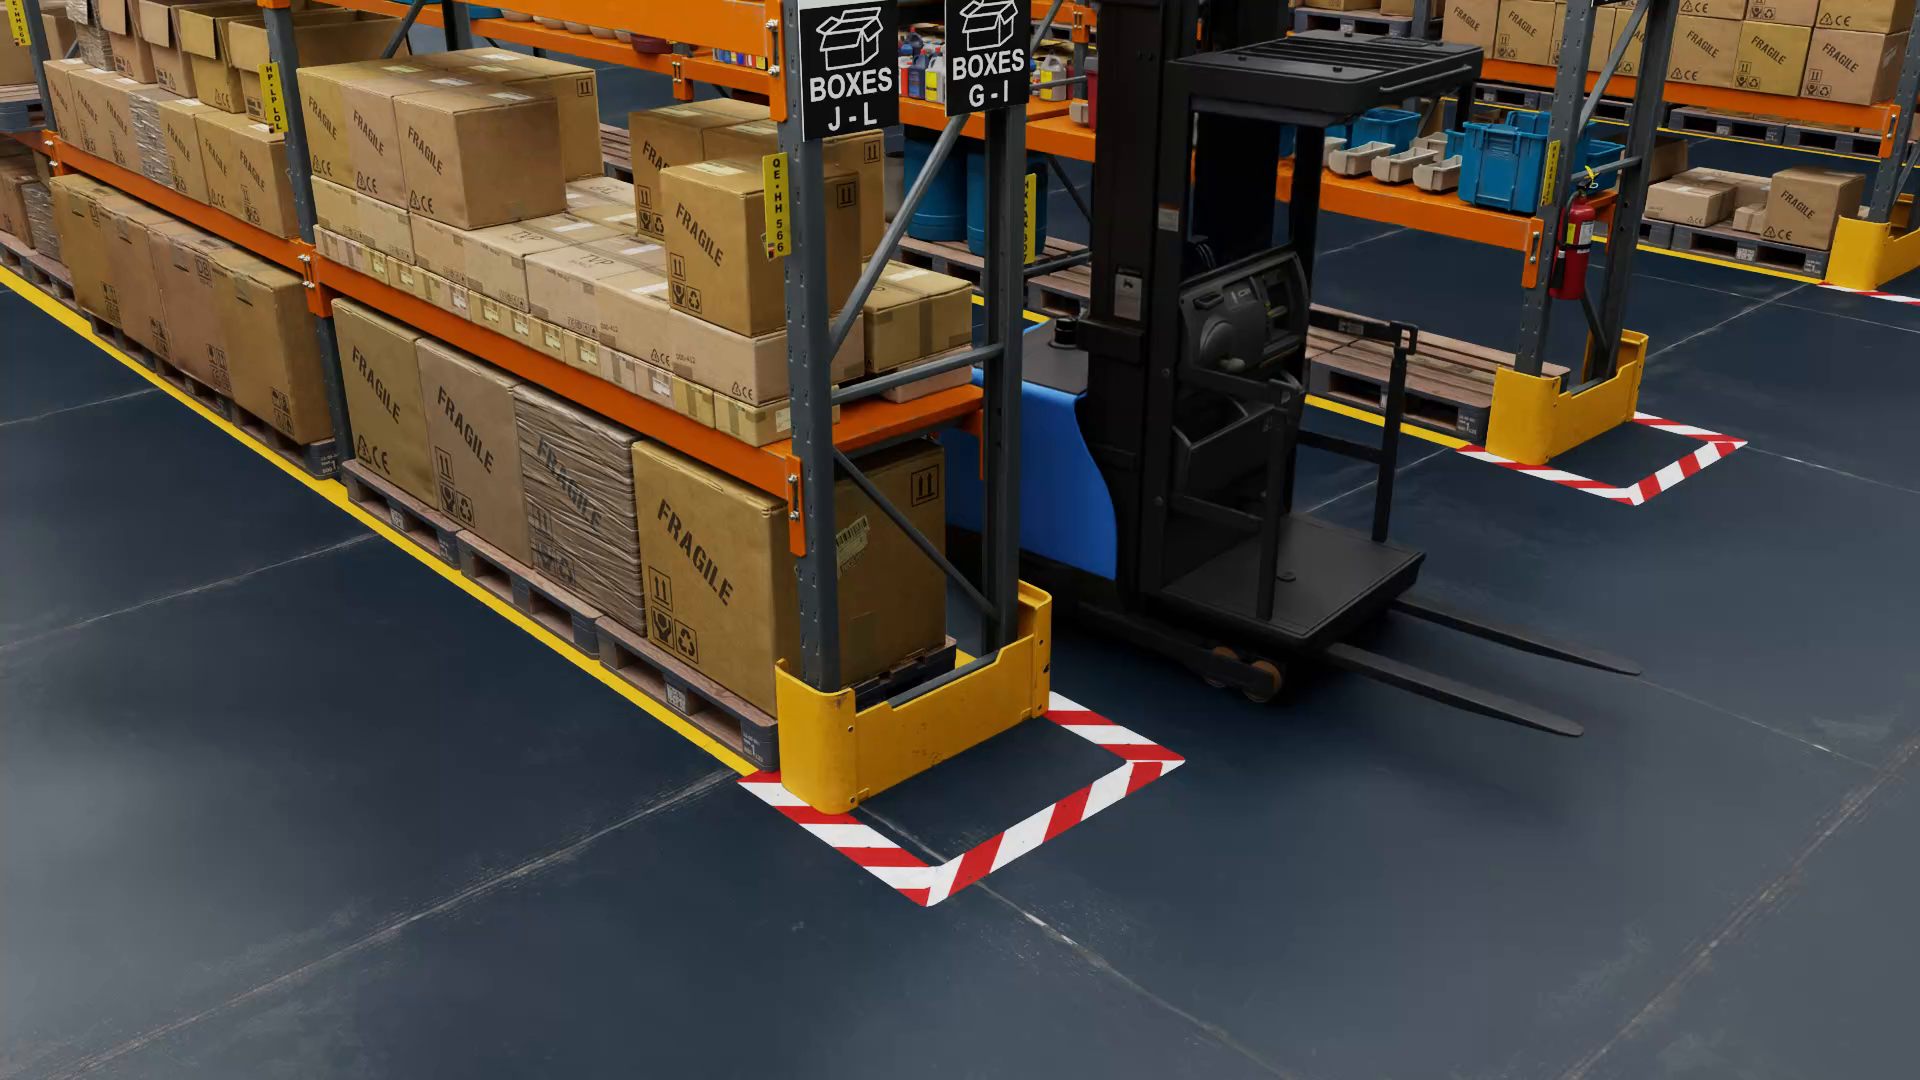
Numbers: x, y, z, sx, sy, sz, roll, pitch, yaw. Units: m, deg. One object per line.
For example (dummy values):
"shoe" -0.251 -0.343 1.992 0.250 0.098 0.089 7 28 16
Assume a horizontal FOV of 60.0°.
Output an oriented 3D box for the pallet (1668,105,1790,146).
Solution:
"pallet" 8.404 -4.483 17.822 1.003 0.211 1.213 -21 32 -38

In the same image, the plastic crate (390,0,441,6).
"plastic crate" -5.713 -5.808 17.547 0.499 0.251 0.616 -21 32 -38

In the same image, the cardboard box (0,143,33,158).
"cardboard box" -7.658 -2.933 13.547 0.700 0.500 0.500 -21 32 -39

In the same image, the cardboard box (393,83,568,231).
"cardboard box" -2.075 -1.672 7.219 0.500 0.500 0.500 -22 33 -40

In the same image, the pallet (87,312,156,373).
"pallet" -5.156 -1.472 11.221 1.003 0.211 1.213 -21 32 -38

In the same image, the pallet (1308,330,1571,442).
"pallet" 2.908 -0.974 10.131 1.003 0.211 1.213 -21 32 -38

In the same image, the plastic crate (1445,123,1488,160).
"plastic crate" 3.065 -2.301 9.808 0.416 0.233 0.300 -21 32 -38

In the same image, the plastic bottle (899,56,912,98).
"plastic bottle" -0.390 -3.428 12.301 0.152 0.276 0.135 -21 32 -38

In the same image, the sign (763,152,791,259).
"sign" -0.578 -1.062 5.283 0.100 0.325 0.005 -21 32 -38

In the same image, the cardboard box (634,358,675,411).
"cardboard box" -1.006 -0.632 6.324 0.380 0.149 0.250 -21 32 -38

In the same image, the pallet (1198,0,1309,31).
"pallet" 2.926 -5.134 16.122 1.003 0.211 1.213 -21 32 -38

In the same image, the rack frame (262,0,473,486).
"rack frame" -2.906 -1.789 8.557 1.000 3.000 0.127 -21 32 -38

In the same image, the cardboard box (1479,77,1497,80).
"cardboard box" 6.208 -5.902 19.657 0.750 0.750 0.750 -21 32 -39

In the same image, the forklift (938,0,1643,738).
"forklift" 1.337 -0.917 6.728 3.031 2.935 1.130 19 31 36

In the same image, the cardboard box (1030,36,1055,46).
"cardboard box" 0.738 -5.559 18.952 0.500 0.311 0.500 -22 33 -40

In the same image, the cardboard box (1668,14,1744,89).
"cardboard box" 5.863 -3.799 12.842 0.500 0.500 0.500 -21 32 -38

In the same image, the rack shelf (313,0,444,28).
"rack shelf" -6.126 -5.896 18.427 1.077 0.370 4.000 -21 32 -38

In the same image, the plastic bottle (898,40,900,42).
"plastic bottle" -0.577 -3.975 13.409 0.144 0.351 0.185 -21 32 -38

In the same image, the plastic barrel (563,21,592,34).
"plastic barrel" -3.468 -4.974 15.375 0.433 0.535 0.433 0 25 0

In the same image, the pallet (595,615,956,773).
"pallet" -0.776 0.472 6.961 1.003 0.211 1.213 -21 32 -38

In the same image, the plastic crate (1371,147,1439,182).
"plastic crate" 2.566 -2.177 9.653 0.396 0.136 0.243 -21 32 -38

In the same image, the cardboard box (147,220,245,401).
"cardboard box" -3.969 -1.472 9.916 0.875 0.875 1.225 22 33 40

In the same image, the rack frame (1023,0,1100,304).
"rack frame" 0.709 -3.194 11.637 1.000 3.000 0.127 -21 32 -38

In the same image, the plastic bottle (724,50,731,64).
"plastic bottle" -1.905 -4.081 13.737 0.097 0.271 0.097 0 25 0

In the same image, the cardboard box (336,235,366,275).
"cardboard box" -2.767 -1.411 8.031 0.250 0.149 0.380 23 33 40

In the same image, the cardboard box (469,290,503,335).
"cardboard box" -1.880 -1.019 7.171 0.380 0.149 0.250 -22 33 -40

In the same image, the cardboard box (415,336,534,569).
"cardboard box" -1.898 -0.518 7.825 0.875 0.875 0.875 -21 32 -38

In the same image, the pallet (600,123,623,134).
"pallet" -4.193 -4.122 17.031 1.003 0.211 1.213 -21 32 -38

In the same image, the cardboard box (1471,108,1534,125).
"cardboard box" 4.924 -3.569 14.940 0.500 0.500 0.500 -21 32 -38

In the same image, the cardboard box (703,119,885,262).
"cardboard box" -0.645 -1.359 6.533 0.500 0.500 0.500 -22 33 -40

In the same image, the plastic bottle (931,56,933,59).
"plastic bottle" -0.199 -3.661 12.901 0.097 0.201 0.097 0 25 0

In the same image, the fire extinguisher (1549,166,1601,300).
"fire extinguisher" 3.215 -1.602 8.691 0.296 0.674 0.183 -21 32 -38

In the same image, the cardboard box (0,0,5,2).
"cardboard box" -7.122 -3.951 12.667 0.797 0.503 0.637 -17 30 -33

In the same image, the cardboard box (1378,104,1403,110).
"cardboard box" 3.781 -3.729 15.291 0.500 0.500 0.500 -21 32 -39

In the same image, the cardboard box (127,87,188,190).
"cardboard box" -4.459 -2.360 9.688 0.500 0.500 0.500 -21 32 -38

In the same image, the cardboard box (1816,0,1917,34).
"cardboard box" 6.557 -3.943 11.954 0.500 0.500 0.500 -22 32 -39

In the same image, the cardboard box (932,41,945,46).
"cardboard box" 0.012 -5.555 18.945 0.500 0.311 0.500 -20 31 -37

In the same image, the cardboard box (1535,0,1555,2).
"cardboard box" 4.797 -4.719 13.656 0.500 0.500 0.500 -22 33 -40

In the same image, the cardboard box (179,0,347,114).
"cardboard box" -3.809 -2.693 9.210 0.797 0.503 0.637 -21 32 -38

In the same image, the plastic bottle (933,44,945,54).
"plastic bottle" -0.120 -3.736 12.976 0.152 0.276 0.135 -21 32 -38

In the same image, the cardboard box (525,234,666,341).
"cardboard box" -1.391 -1.023 6.701 0.500 0.250 0.500 22 33 40

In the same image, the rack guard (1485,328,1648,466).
"rack guard" 3.469 -0.841 9.491 1.175 0.500 0.348 -21 32 -38

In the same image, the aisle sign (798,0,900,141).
"aisle sign" -0.342 -1.653 5.126 0.394 0.787 0.004 -21 32 -38

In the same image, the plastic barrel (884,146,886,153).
"plastic barrel" -0.906 -3.014 13.642 0.600 0.588 0.708 -21 32 -38

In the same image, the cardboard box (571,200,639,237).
"cardboard box" -1.364 -1.331 7.377 0.500 0.250 0.500 -22 32 -39

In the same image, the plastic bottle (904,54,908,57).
"plastic bottle" -0.404 -3.508 12.481 0.097 0.271 0.097 0 25 0

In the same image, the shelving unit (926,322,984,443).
"shelving unit" -0.010 -0.550 8.011 0.258 1.200 0.189 -21 32 -38

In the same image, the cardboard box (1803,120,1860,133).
"cardboard box" 9.068 -4.493 16.991 0.700 0.500 0.500 -20 31 -37

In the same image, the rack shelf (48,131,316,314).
"rack shelf" -4.273 -2.067 10.034 1.077 0.370 4.000 -21 32 -38
